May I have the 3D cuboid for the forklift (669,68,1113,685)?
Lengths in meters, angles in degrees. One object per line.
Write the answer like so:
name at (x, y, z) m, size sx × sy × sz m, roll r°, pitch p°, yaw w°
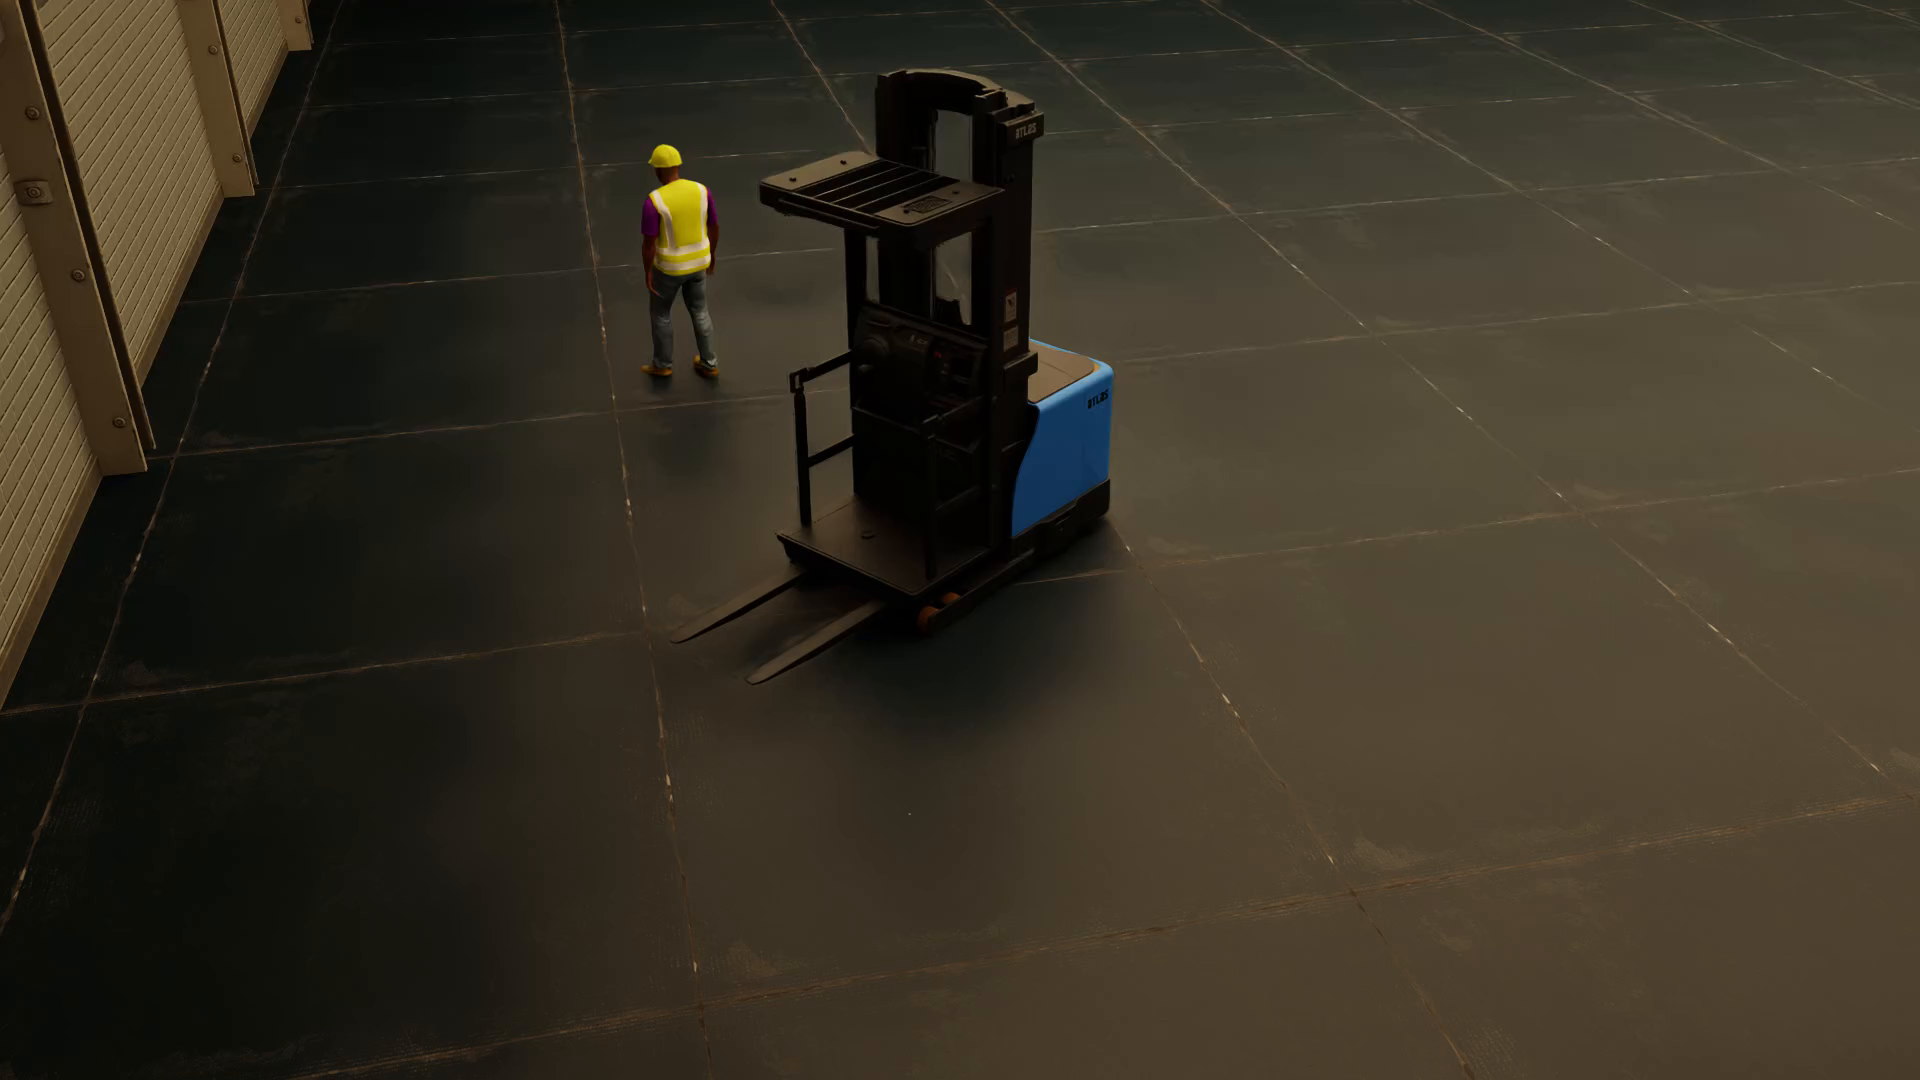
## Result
forklift at (-0.373, -1.004, 9.310) m, size 1.130 × 2.935 × 3.031 m, roll 23°, pitch 37°, yaw 34°

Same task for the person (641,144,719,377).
person at (-2.094, -2.054, 12.327) m, size 0.653 × 1.779 × 0.499 m, roll -21°, pitch 36°, yaw -31°
